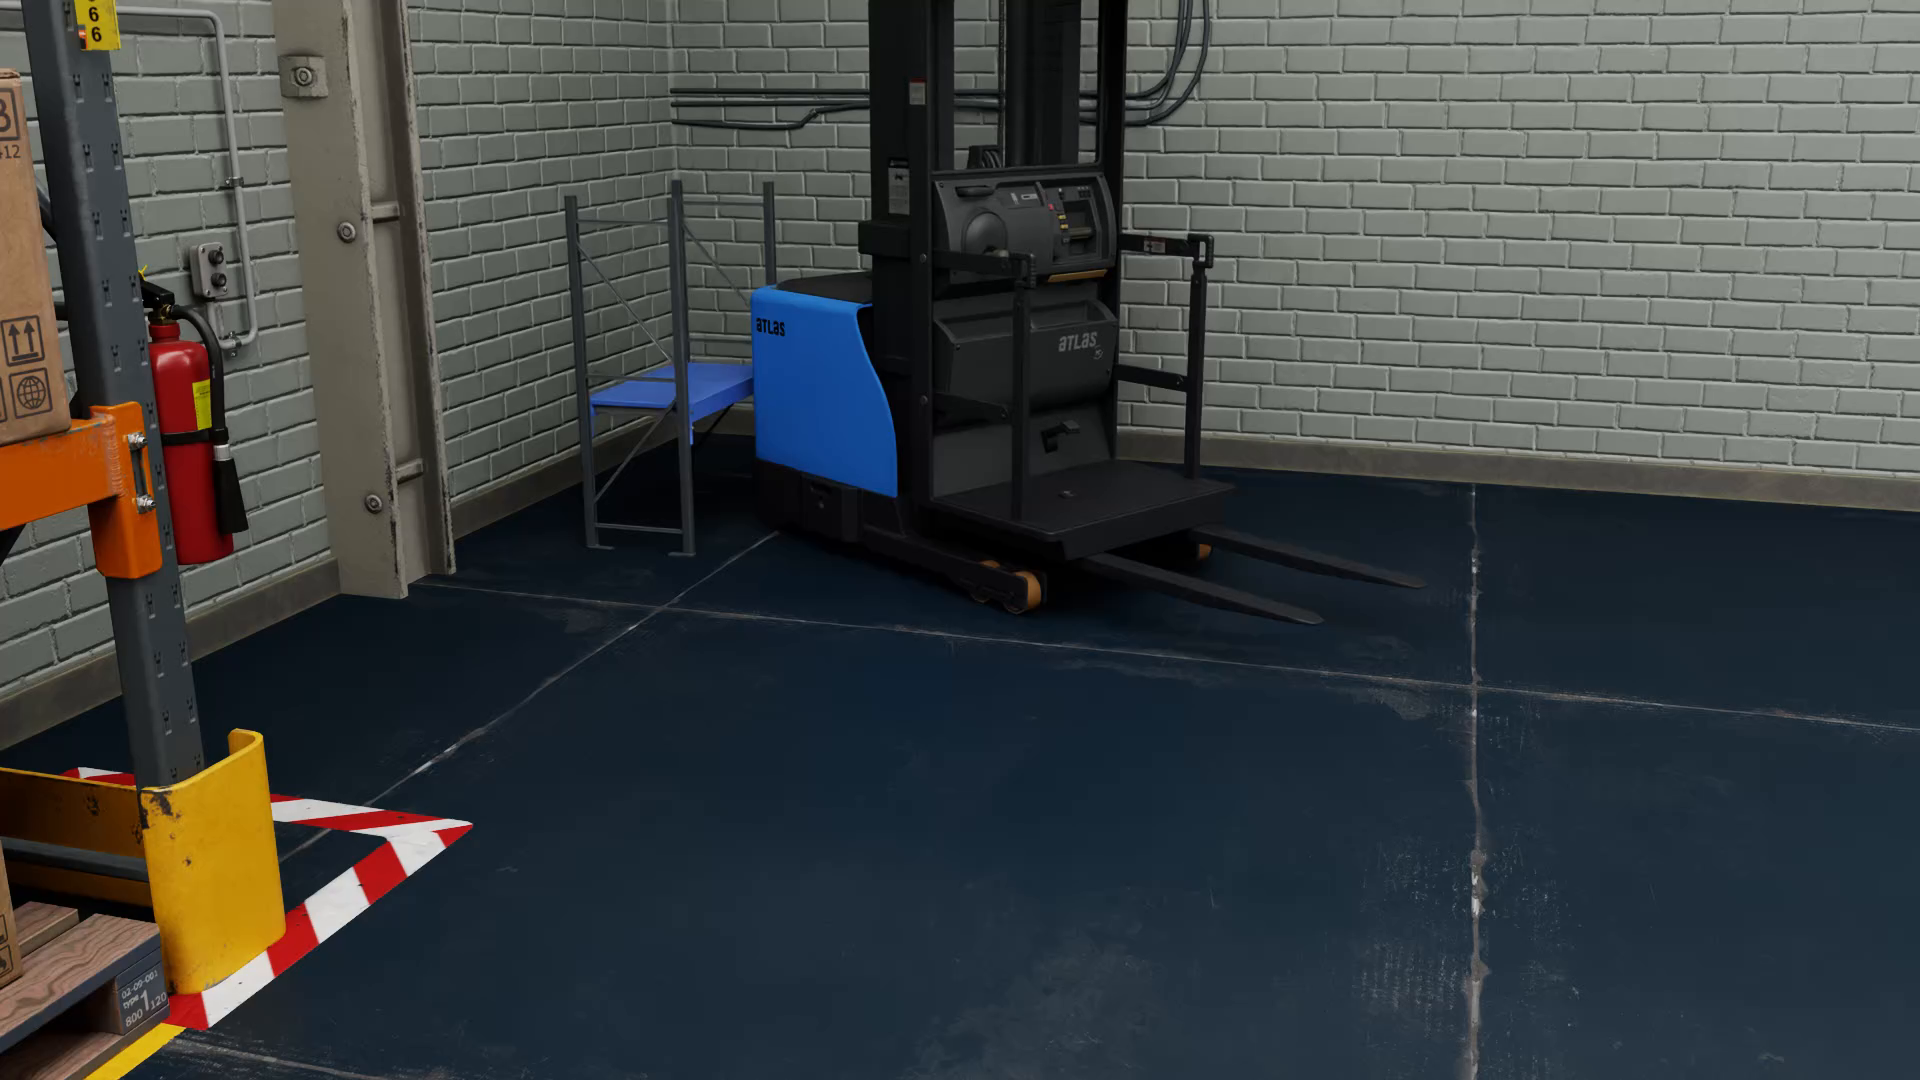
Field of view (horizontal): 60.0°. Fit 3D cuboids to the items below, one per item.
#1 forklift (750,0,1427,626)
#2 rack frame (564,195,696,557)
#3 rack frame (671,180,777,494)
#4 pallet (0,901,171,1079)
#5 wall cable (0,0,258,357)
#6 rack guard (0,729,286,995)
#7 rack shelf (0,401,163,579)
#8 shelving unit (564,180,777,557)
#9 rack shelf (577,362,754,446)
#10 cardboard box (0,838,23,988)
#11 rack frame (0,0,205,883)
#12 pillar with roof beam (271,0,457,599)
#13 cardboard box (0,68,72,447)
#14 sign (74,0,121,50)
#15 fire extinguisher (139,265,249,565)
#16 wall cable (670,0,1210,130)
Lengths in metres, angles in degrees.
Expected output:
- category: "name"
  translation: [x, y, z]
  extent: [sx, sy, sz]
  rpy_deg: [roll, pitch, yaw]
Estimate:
- category: "forklift"
  translation: [0.416, -1.284, 6.483]
  extent: [1.130, 2.935, 3.031]
  rpy_deg: [-14, 21, -40]
- category: "rack frame"
  translation: [-1.373, -0.671, 6.947]
  extent: [0.500, 1.500, 0.032]
  rpy_deg: [4, 16, 15]
- category: "rack frame"
  translation: [-1.099, -0.939, 7.889]
  extent: [0.500, 1.500, 0.032]
  rpy_deg: [4, 16, 15]
- category: "pallet"
  translation: [-2.373, 1.055, 3.223]
  extent: [1.003, 0.211, 1.213]
  rpy_deg: [5, 16, 16]
- category: "wall cable"
  translation: [-2.764, -1.399, 4.902]
  extent: [0.084, 1.984, 1.851]
  rpy_deg: [5, 16, 16]
- category: "rack guard"
  translation: [-2.214, 0.695, 3.964]
  extent: [1.175, 0.500, 0.348]
  rpy_deg: [5, 16, 16]
- category: "rack shelf"
  translation: [-2.789, 0.368, 1.854]
  extent: [1.077, 0.370, 4.000]
  rpy_deg: [5, 16, 16]
- category: "shelving unit"
  translation: [-1.236, -0.805, 7.418]
  extent: [0.538, 1.500, 1.048]
  rpy_deg: [4, 16, 15]
- category: "rack shelf"
  translation: [-1.236, -0.632, 7.467]
  extent: [0.538, 0.185, 1.000]
  rpy_deg: [4, 16, 15]
- category: "cardboard box"
  translation: [-2.324, 0.690, 3.212]
  extent: [0.700, 0.500, 0.500]
  rpy_deg: [5, 16, 16]
- category: "rack frame"
  translation: [-2.221, -0.502, 3.601]
  extent: [1.000, 3.000, 0.127]
  rpy_deg: [5, 16, 16]
- category: "pillar with roof beam"
  translation: [1.845, -3.827, 4.332]
  extent: [9.100, 9.000, 0.400]
  rpy_deg: [5, 16, 16]
- category: "cardboard box"
  translation: [-2.356, -0.512, 3.087]
  extent: [0.980, 0.700, 0.700]
  rpy_deg: [5, 17, 18]
- category: "sign"
  translation: [-1.704, -1.127, 3.249]
  extent: [0.100, 0.325, 0.005]
  rpy_deg: [5, 16, 16]
- category: "fire extinguisher"
  translation: [-1.735, -0.289, 3.675]
  extent: [0.296, 0.674, 0.183]
  rpy_deg: [5, 16, 16]
- category: "wall cable"
  translation: [-0.271, -3.346, 8.325]
  extent: [3.097, 2.526, 0.112]
  rpy_deg: [5, 16, 16]
